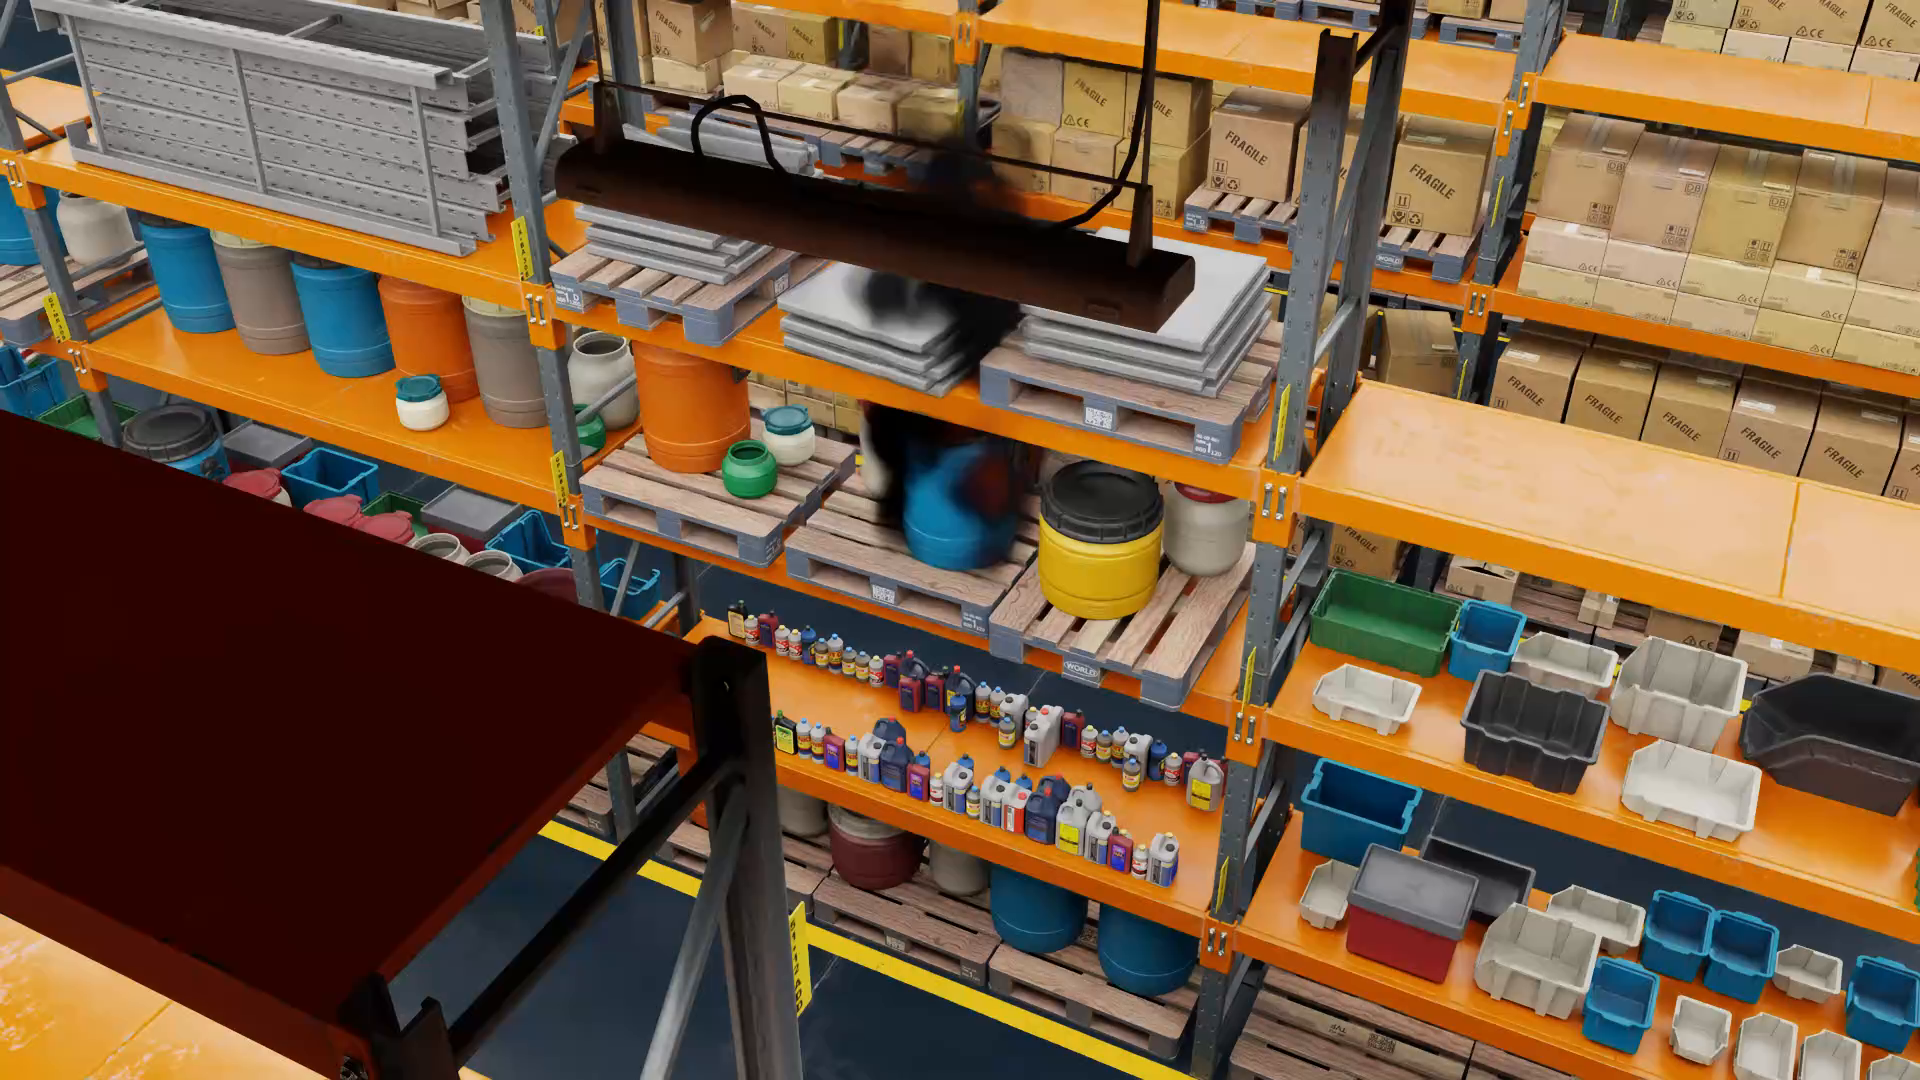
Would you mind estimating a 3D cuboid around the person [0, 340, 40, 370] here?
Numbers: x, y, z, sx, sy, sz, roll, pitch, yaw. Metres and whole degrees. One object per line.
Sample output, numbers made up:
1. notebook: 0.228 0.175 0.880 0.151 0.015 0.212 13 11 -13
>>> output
1. person: -8.381 -1.633 14.706 0.584 1.726 0.671 10 36 14
